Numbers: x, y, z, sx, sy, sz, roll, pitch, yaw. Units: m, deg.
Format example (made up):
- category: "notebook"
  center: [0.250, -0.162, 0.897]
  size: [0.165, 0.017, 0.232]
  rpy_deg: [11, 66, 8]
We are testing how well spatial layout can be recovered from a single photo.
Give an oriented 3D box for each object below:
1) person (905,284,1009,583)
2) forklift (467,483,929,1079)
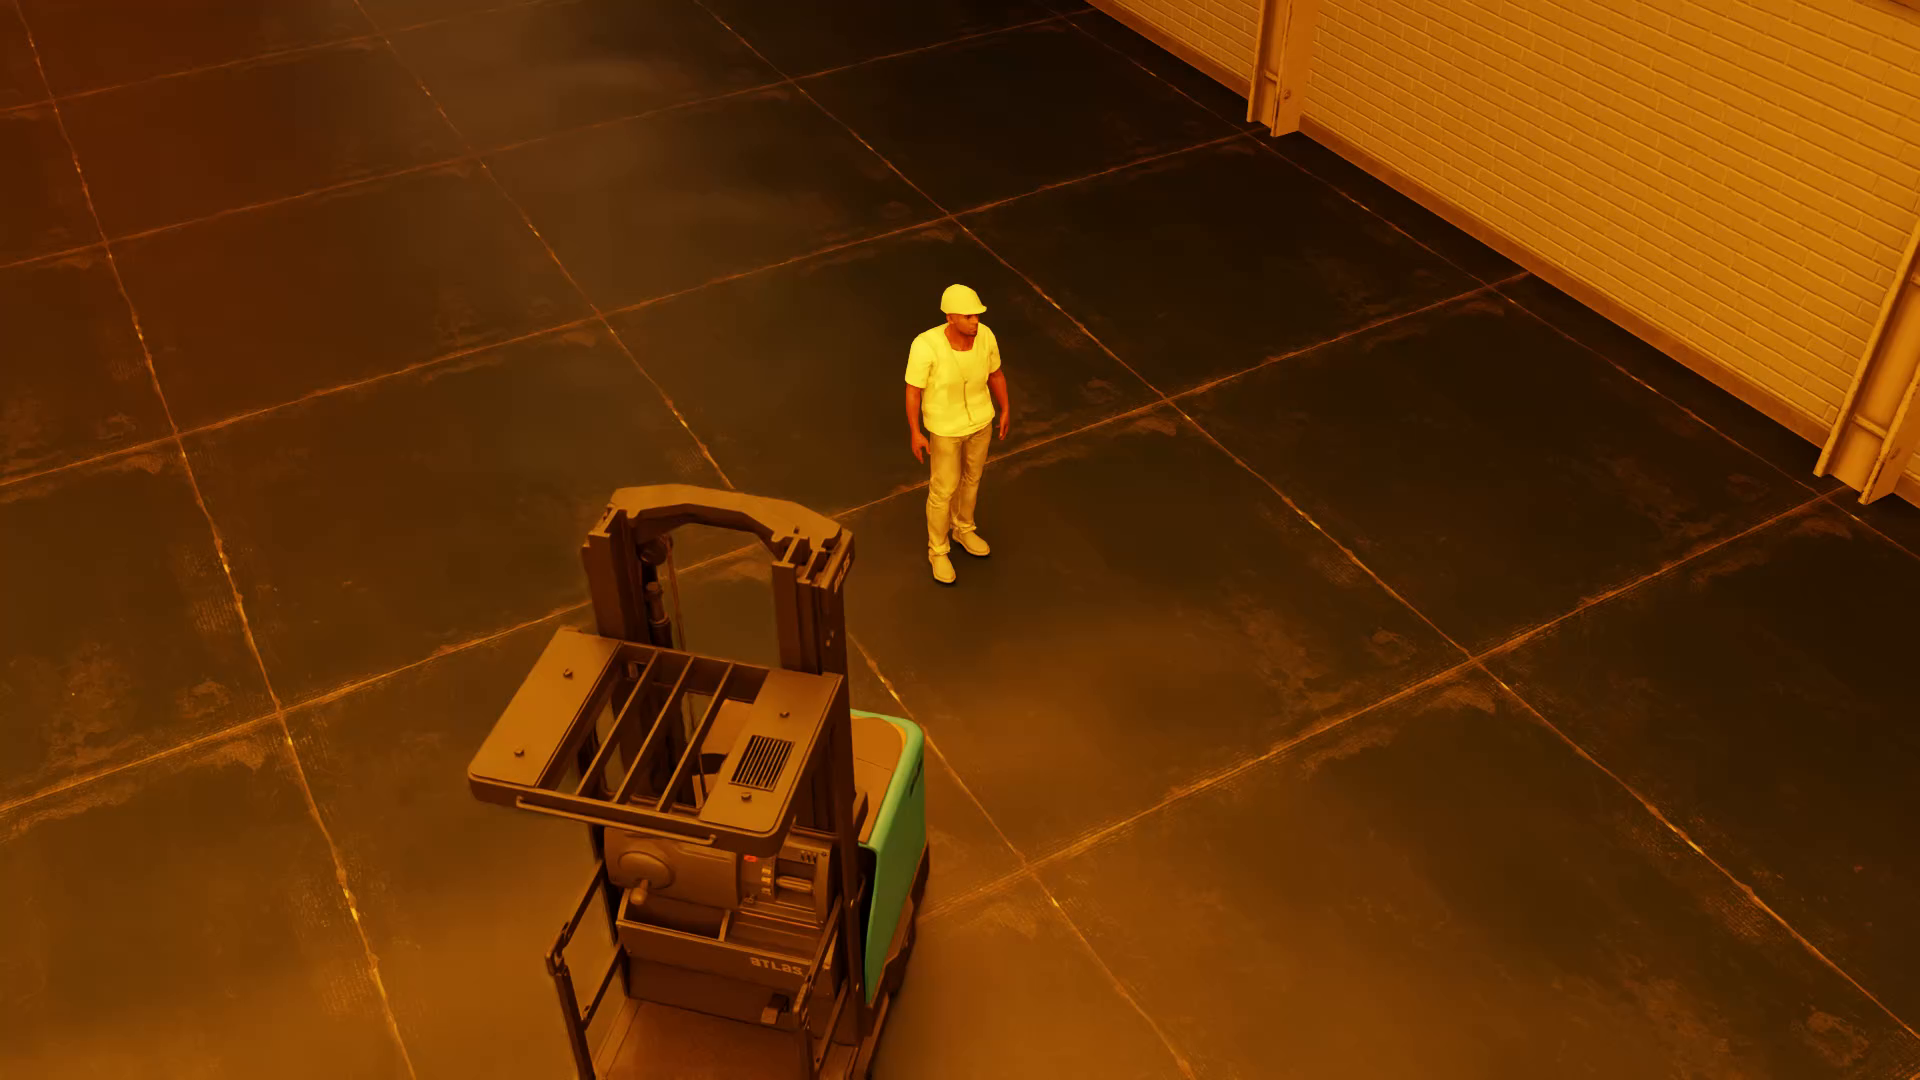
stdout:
- category: "person"
  center: [0.030, -0.645, 9.715]
  size: [0.665, 1.768, 0.575]
  rpy_deg: [-20, 44, -23]
- category: "forklift"
  center: [-1.008, 1.371, 6.384]
  size: [1.130, 2.935, 3.031]
  rpy_deg: [9, 41, 11]
